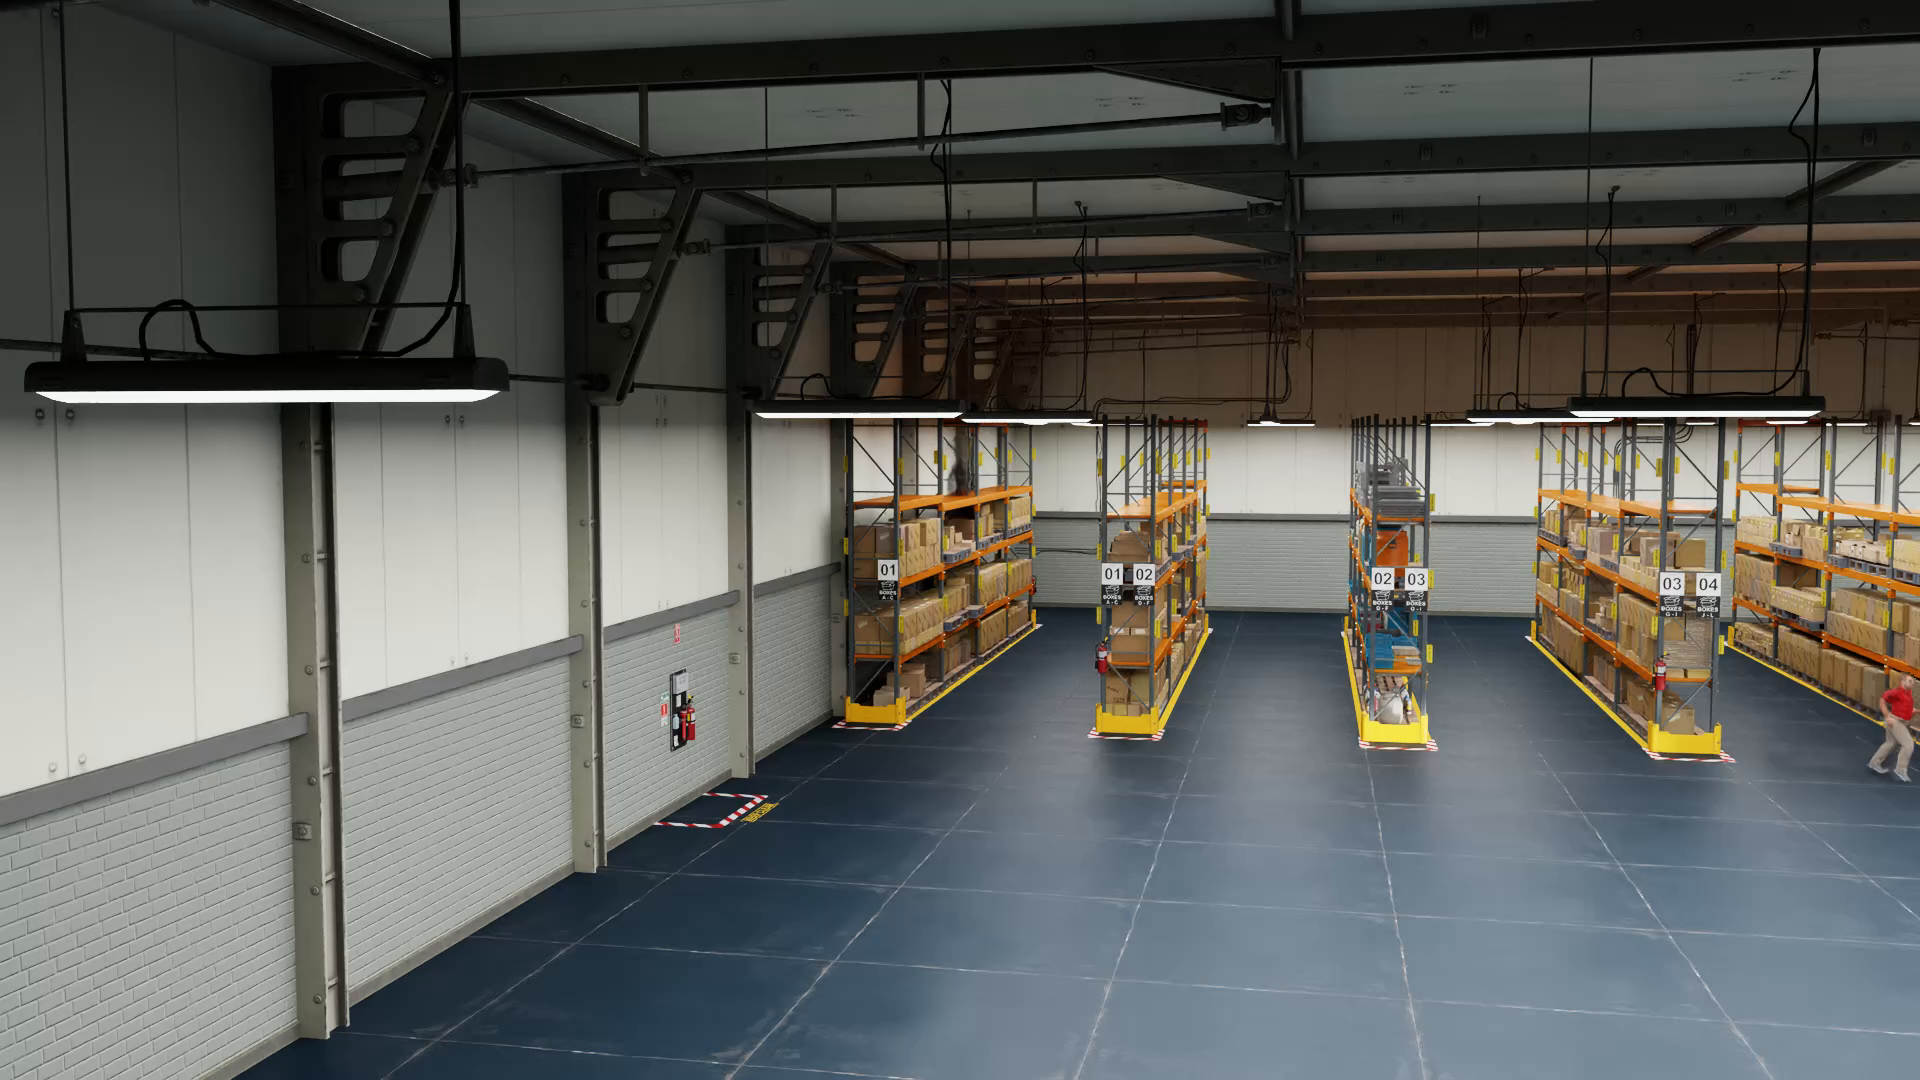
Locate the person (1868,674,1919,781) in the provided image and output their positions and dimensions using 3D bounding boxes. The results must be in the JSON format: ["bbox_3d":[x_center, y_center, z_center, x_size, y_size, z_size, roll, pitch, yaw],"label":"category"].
[{"bbox_3d":[15.390,3.122,27.277,0.875,1.704,0.592,4,5,43],"label":"person"}]
